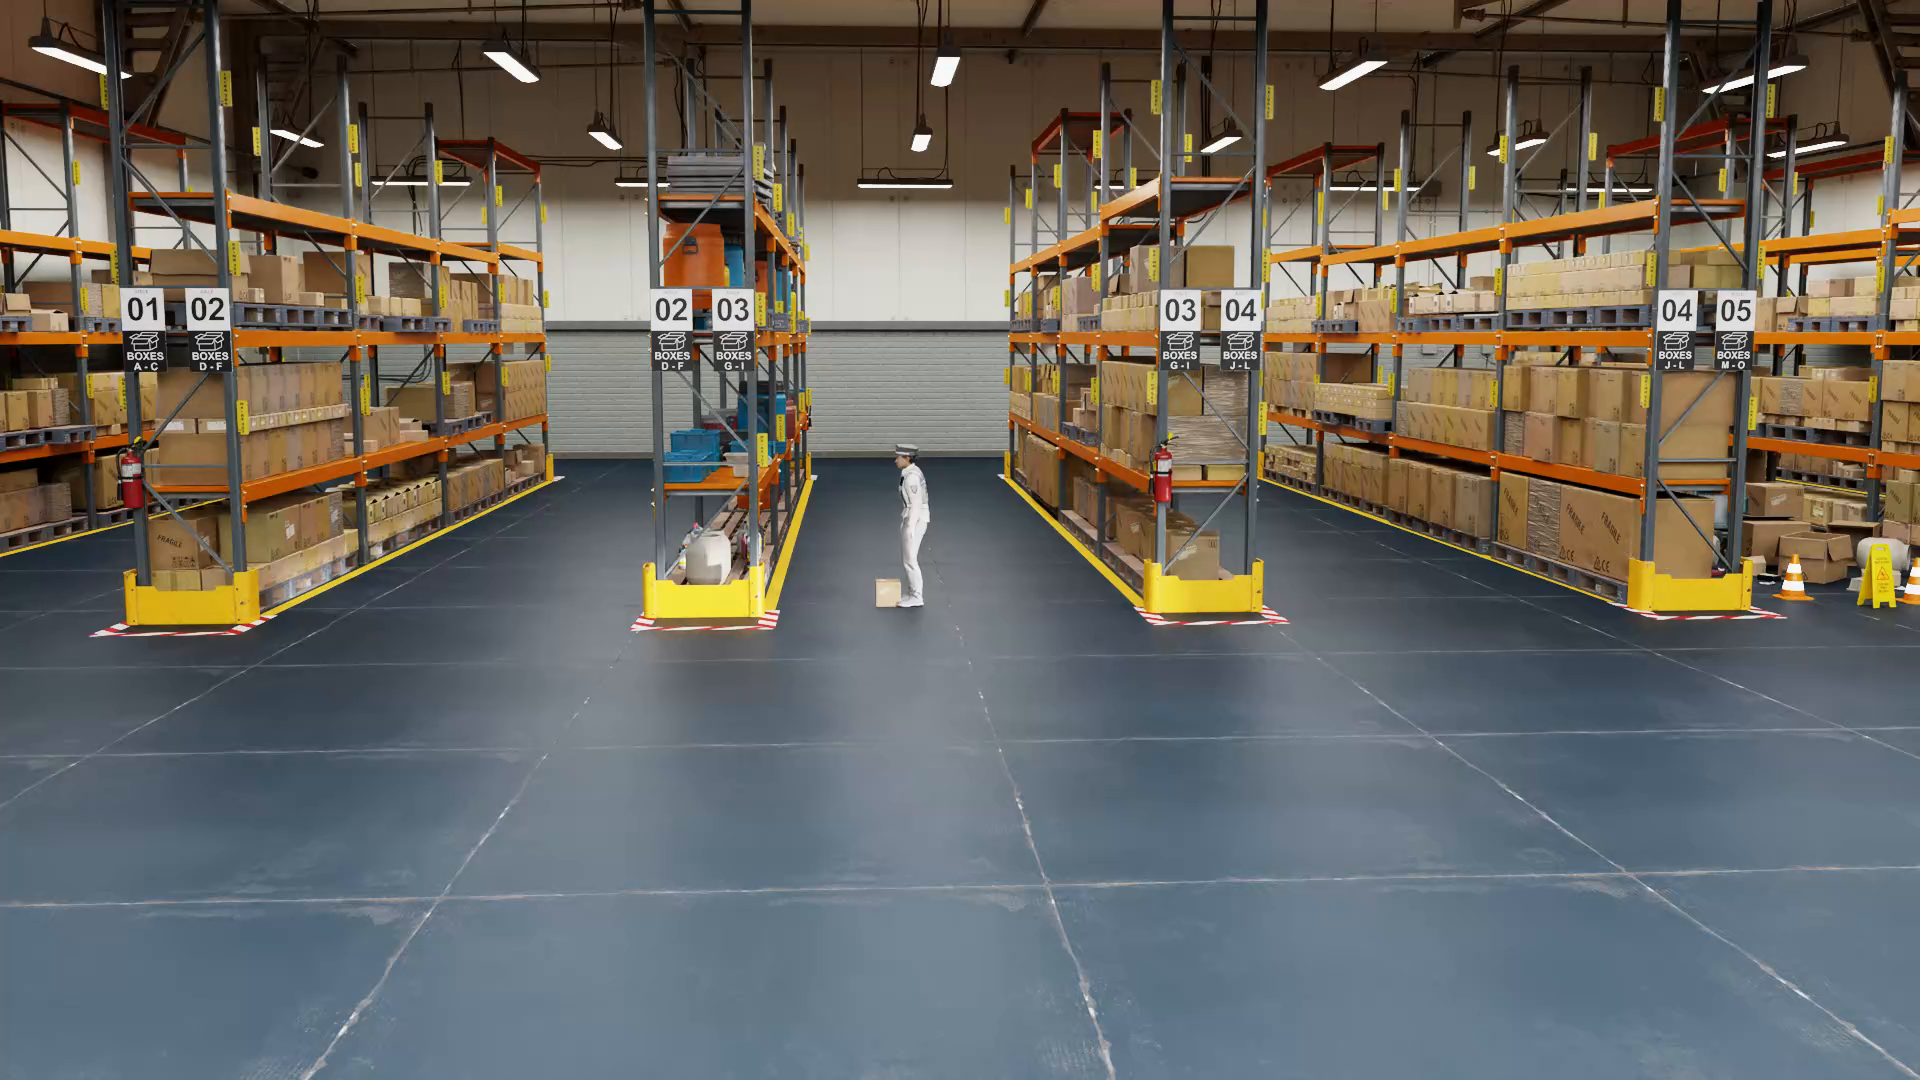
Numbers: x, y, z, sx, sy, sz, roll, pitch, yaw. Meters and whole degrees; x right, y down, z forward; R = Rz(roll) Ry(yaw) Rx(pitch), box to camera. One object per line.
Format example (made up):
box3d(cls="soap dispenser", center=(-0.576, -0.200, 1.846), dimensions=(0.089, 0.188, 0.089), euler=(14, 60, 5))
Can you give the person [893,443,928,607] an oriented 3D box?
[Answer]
box3d(cls="person", center=(-0.510, -0.161, 17.040), dimensions=(0.355, 1.666, 0.547), euler=(-1, 7, -7))
